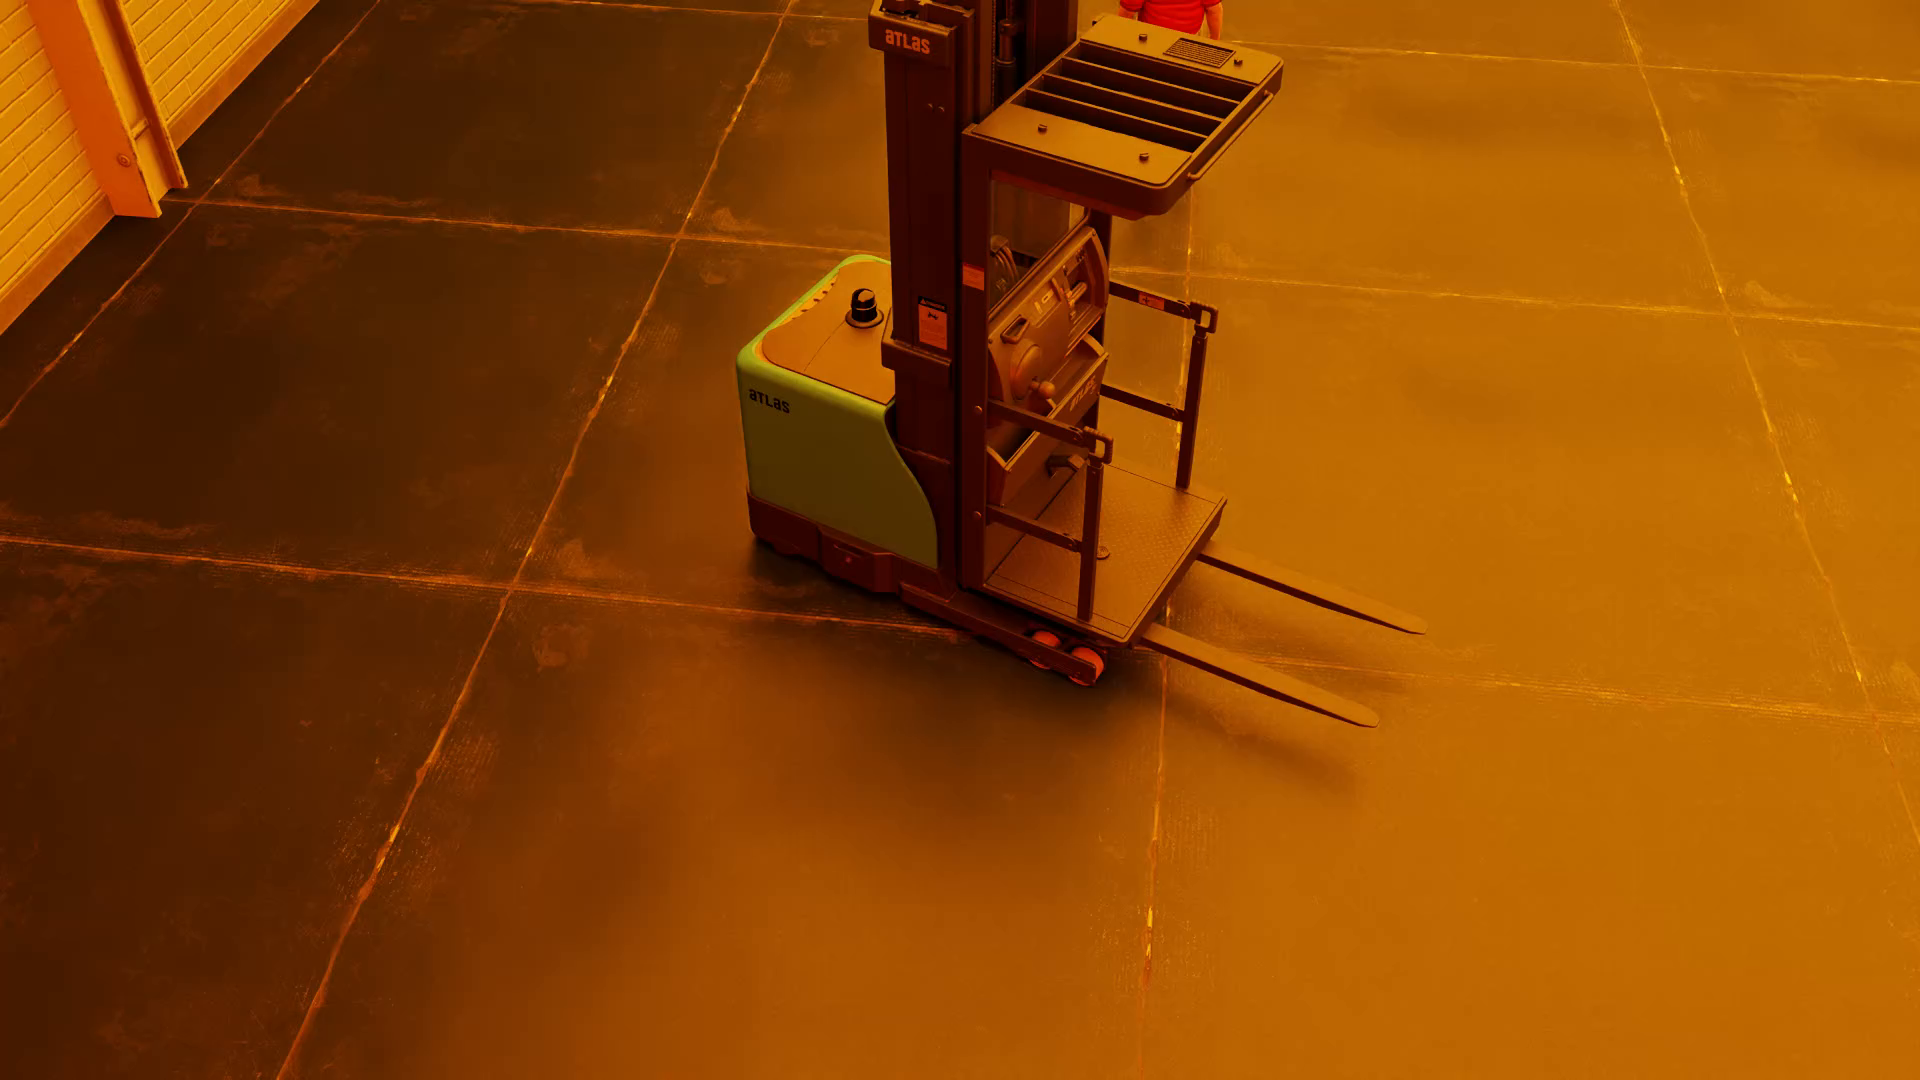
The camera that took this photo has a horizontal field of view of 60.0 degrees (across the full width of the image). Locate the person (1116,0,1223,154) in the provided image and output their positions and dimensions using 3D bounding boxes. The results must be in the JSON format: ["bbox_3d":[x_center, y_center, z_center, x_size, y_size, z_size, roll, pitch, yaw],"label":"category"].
[{"bbox_3d":[1.205,-2.919,9.779,0.642,1.729,0.550,-1,43,-1],"label":"person"}]

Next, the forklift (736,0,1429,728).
[{"bbox_3d":[0.544,-0.866,6.667,3.031,2.935,1.130,21,47,22],"label":"forklift"}]
